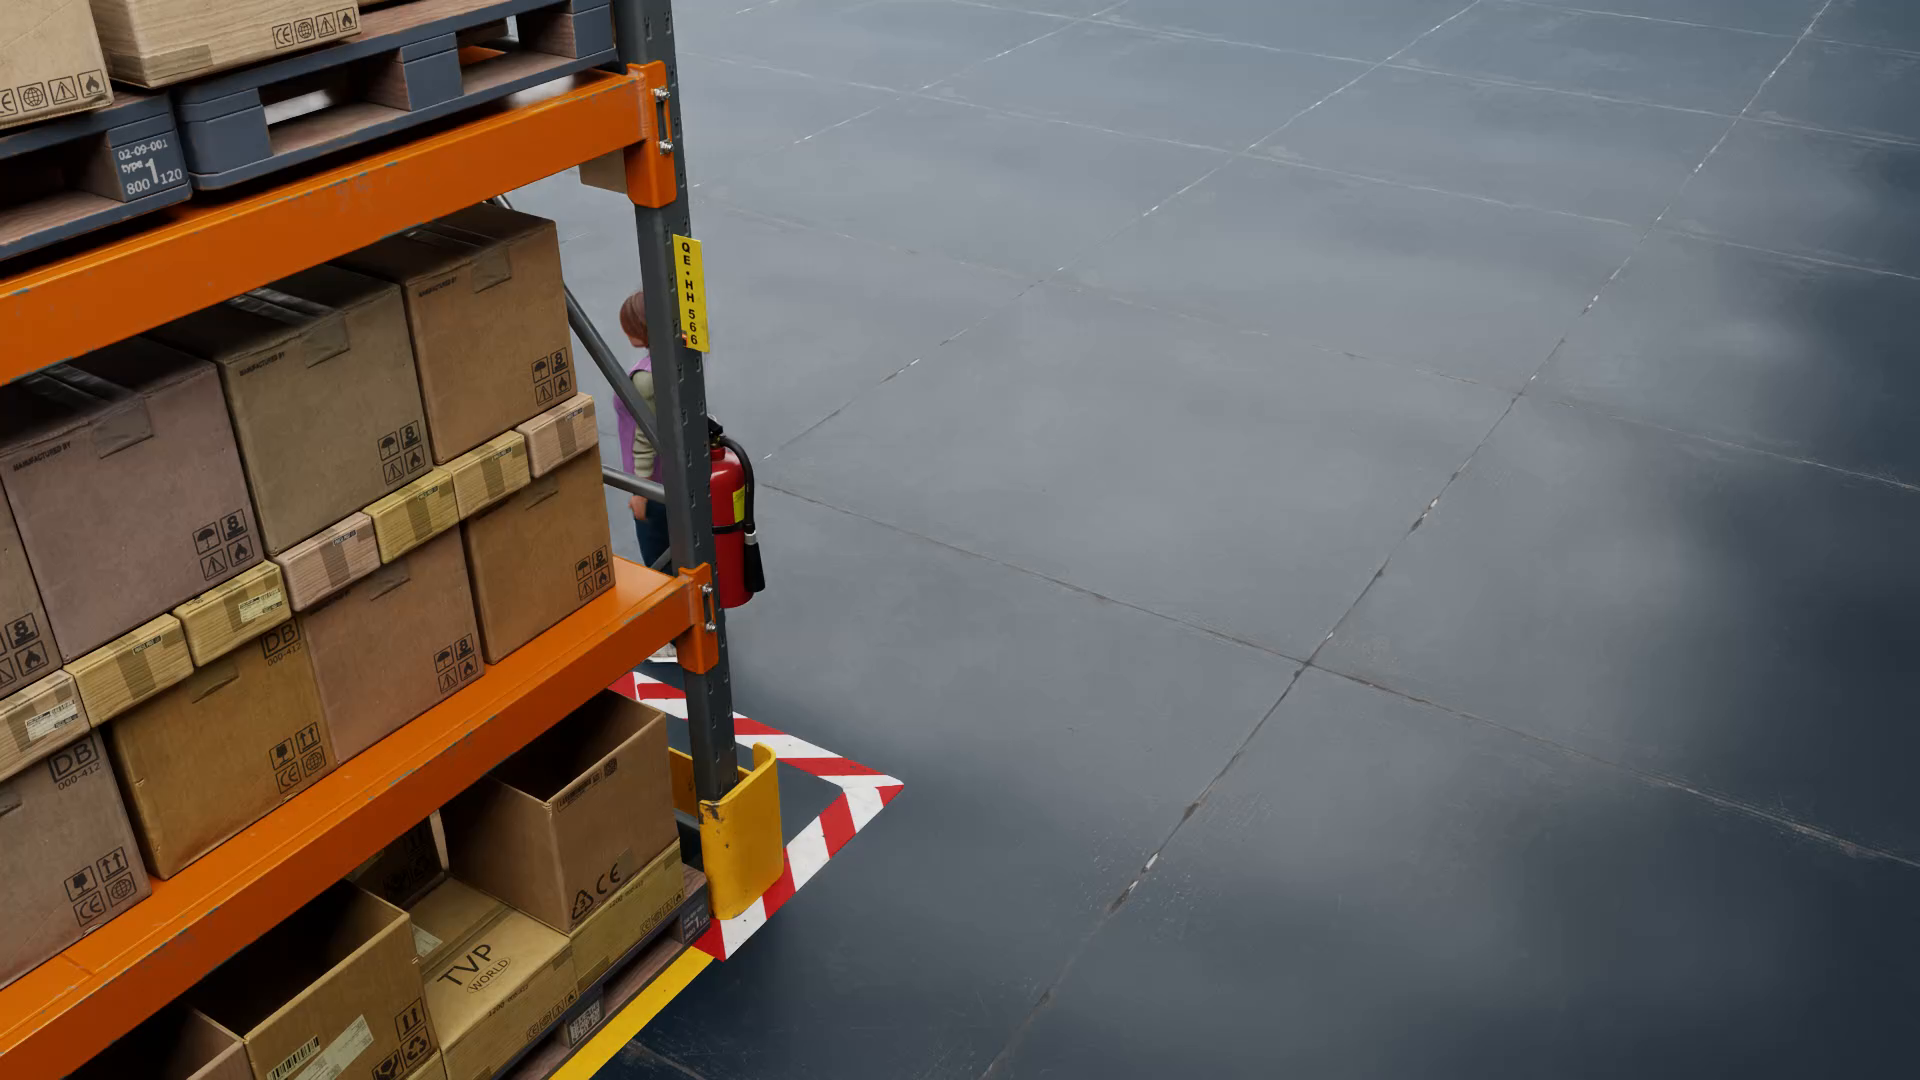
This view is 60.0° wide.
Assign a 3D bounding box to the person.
[{"bbox_3d":[-1.156,-0.232,6.537,0.309,1.596,0.407,9,32,14],"label":"person"}]
